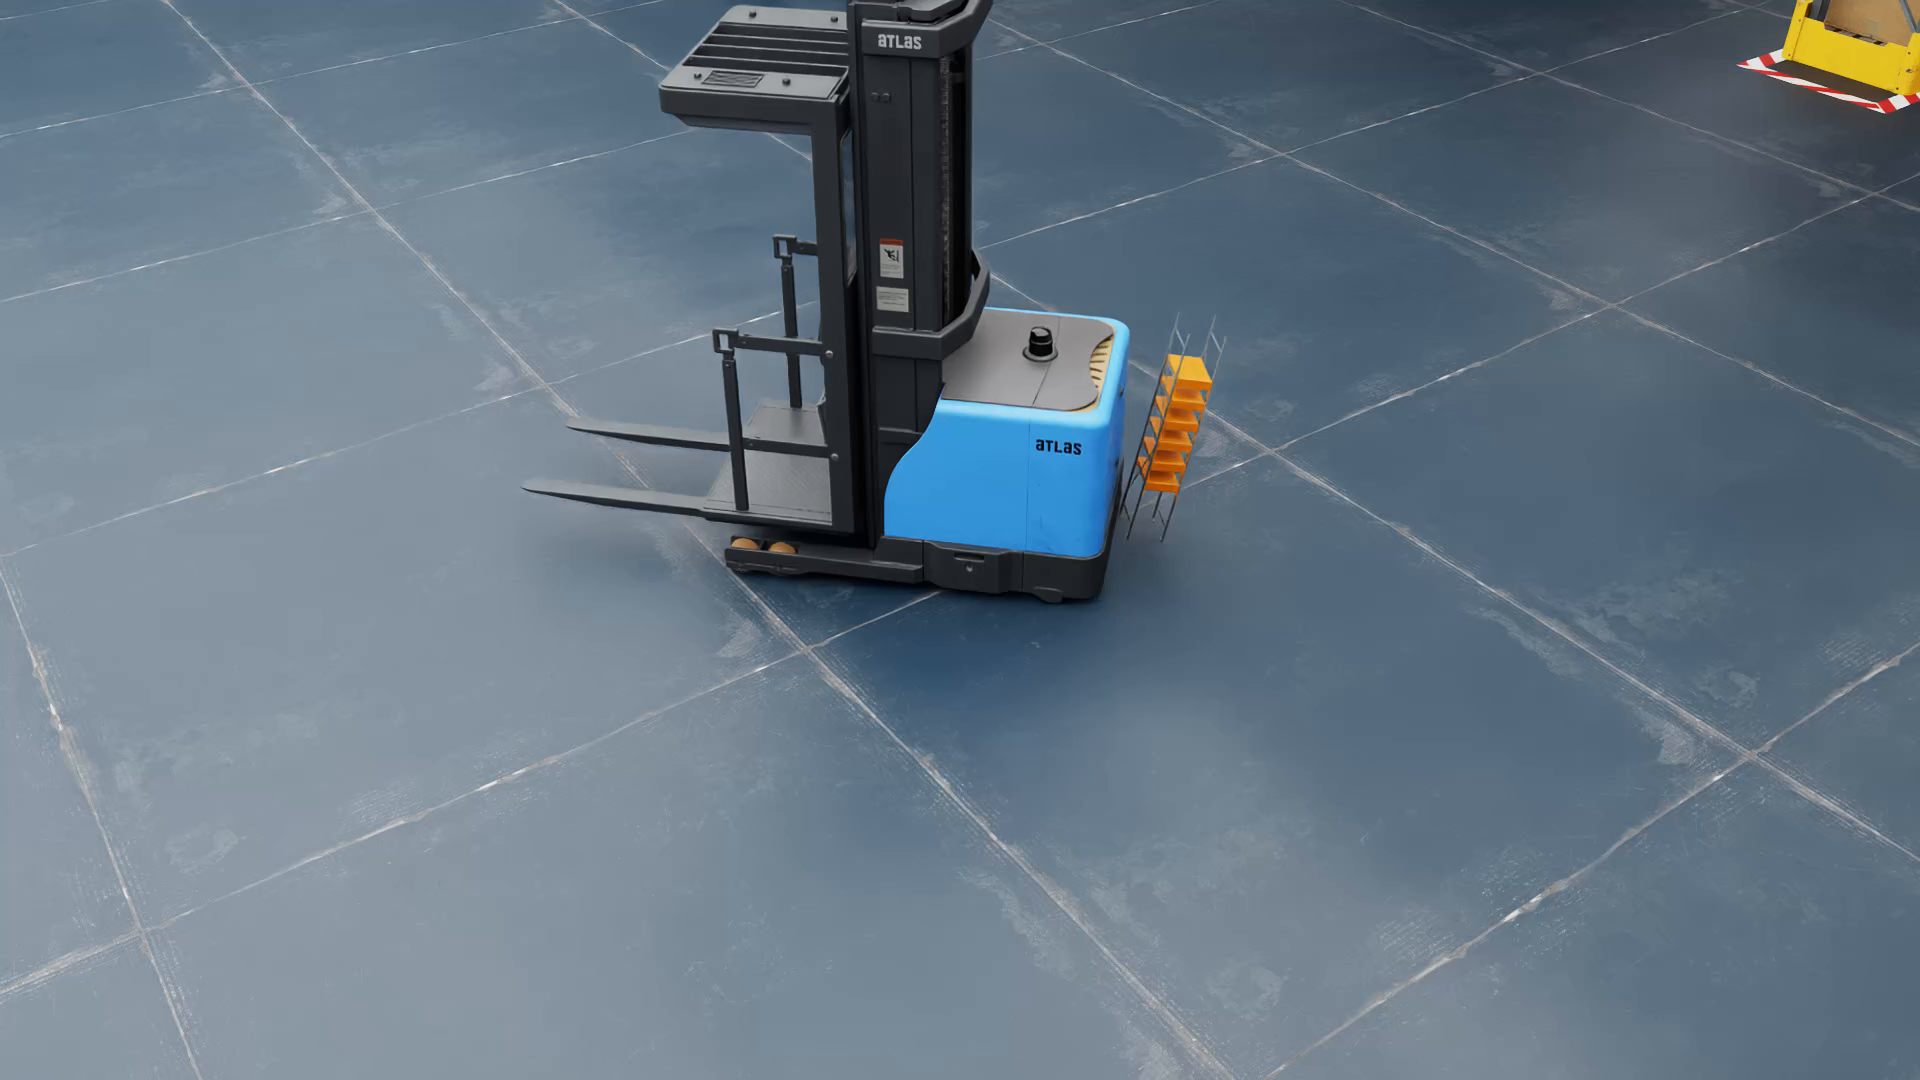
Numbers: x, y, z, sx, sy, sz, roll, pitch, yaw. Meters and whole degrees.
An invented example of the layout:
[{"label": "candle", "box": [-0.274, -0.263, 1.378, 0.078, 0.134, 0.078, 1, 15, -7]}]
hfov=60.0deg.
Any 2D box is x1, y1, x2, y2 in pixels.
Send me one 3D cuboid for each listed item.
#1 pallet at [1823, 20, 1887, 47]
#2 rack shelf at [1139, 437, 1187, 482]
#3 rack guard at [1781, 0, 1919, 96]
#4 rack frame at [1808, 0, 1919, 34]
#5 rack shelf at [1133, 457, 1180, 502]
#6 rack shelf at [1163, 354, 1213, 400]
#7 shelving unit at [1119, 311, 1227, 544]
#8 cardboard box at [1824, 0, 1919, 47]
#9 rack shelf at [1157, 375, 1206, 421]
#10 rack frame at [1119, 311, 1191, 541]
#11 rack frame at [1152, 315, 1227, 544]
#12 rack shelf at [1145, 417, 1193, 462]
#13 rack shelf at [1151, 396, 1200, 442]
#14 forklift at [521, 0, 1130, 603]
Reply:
[{"label": "pallet", "box": [8.179, -4.361, 14.446, 1.213, 0.211, 1.003, -22, 41, -28]}, {"label": "rack shelf", "box": [1.016, -0.410, 8.369, 0.180, 0.103, 0.258, 5, 35, -11]}, {"label": "rack guard", "box": [7.550, -4.164, 13.925, 0.348, 0.500, 1.175, -22, 41, -28]}, {"label": "rack frame", "box": [7.570, -5.187, 13.206, 0.127, 3.000, 1.000, -22, 41, -28]}, {"label": "rack shelf", "box": [0.994, -0.313, 8.436, 0.180, 0.103, 0.258, 5, 35, -11]}, {"label": "rack shelf", "box": [1.107, -0.799, 8.102, 0.180, 0.103, 0.258, 5, 35, -11]}, {"label": "shelving unit", "box": [1.047, -0.543, 8.278, 0.189, 1.200, 0.258, 5, 35, -11]}, {"label": "cardboard box", "box": [8.086, -4.754, 14.065, 0.875, 0.875, 0.875, -22, 41, -28]}, {"label": "rack shelf", "box": [1.084, -0.702, 8.169, 0.180, 0.103, 0.258, 5, 35, -11]}, {"label": "rack frame", "box": [0.958, -0.552, 8.260, 0.006, 1.200, 0.240, 5, 35, -11]}, {"label": "rack frame", "box": [1.137, -0.535, 8.296, 0.006, 1.200, 0.240, 5, 35, -11]}, {"label": "rack shelf", "box": [1.039, -0.507, 8.302, 0.180, 0.103, 0.258, 5, 35, -11]}, {"label": "rack shelf", "box": [1.061, -0.604, 8.236, 0.180, 0.103, 0.258, 5, 35, -11]}, {"label": "forklift", "box": [-0.713, -1.304, 7.866, 3.031, 2.935, 1.130, 6, 36, 9]}]
